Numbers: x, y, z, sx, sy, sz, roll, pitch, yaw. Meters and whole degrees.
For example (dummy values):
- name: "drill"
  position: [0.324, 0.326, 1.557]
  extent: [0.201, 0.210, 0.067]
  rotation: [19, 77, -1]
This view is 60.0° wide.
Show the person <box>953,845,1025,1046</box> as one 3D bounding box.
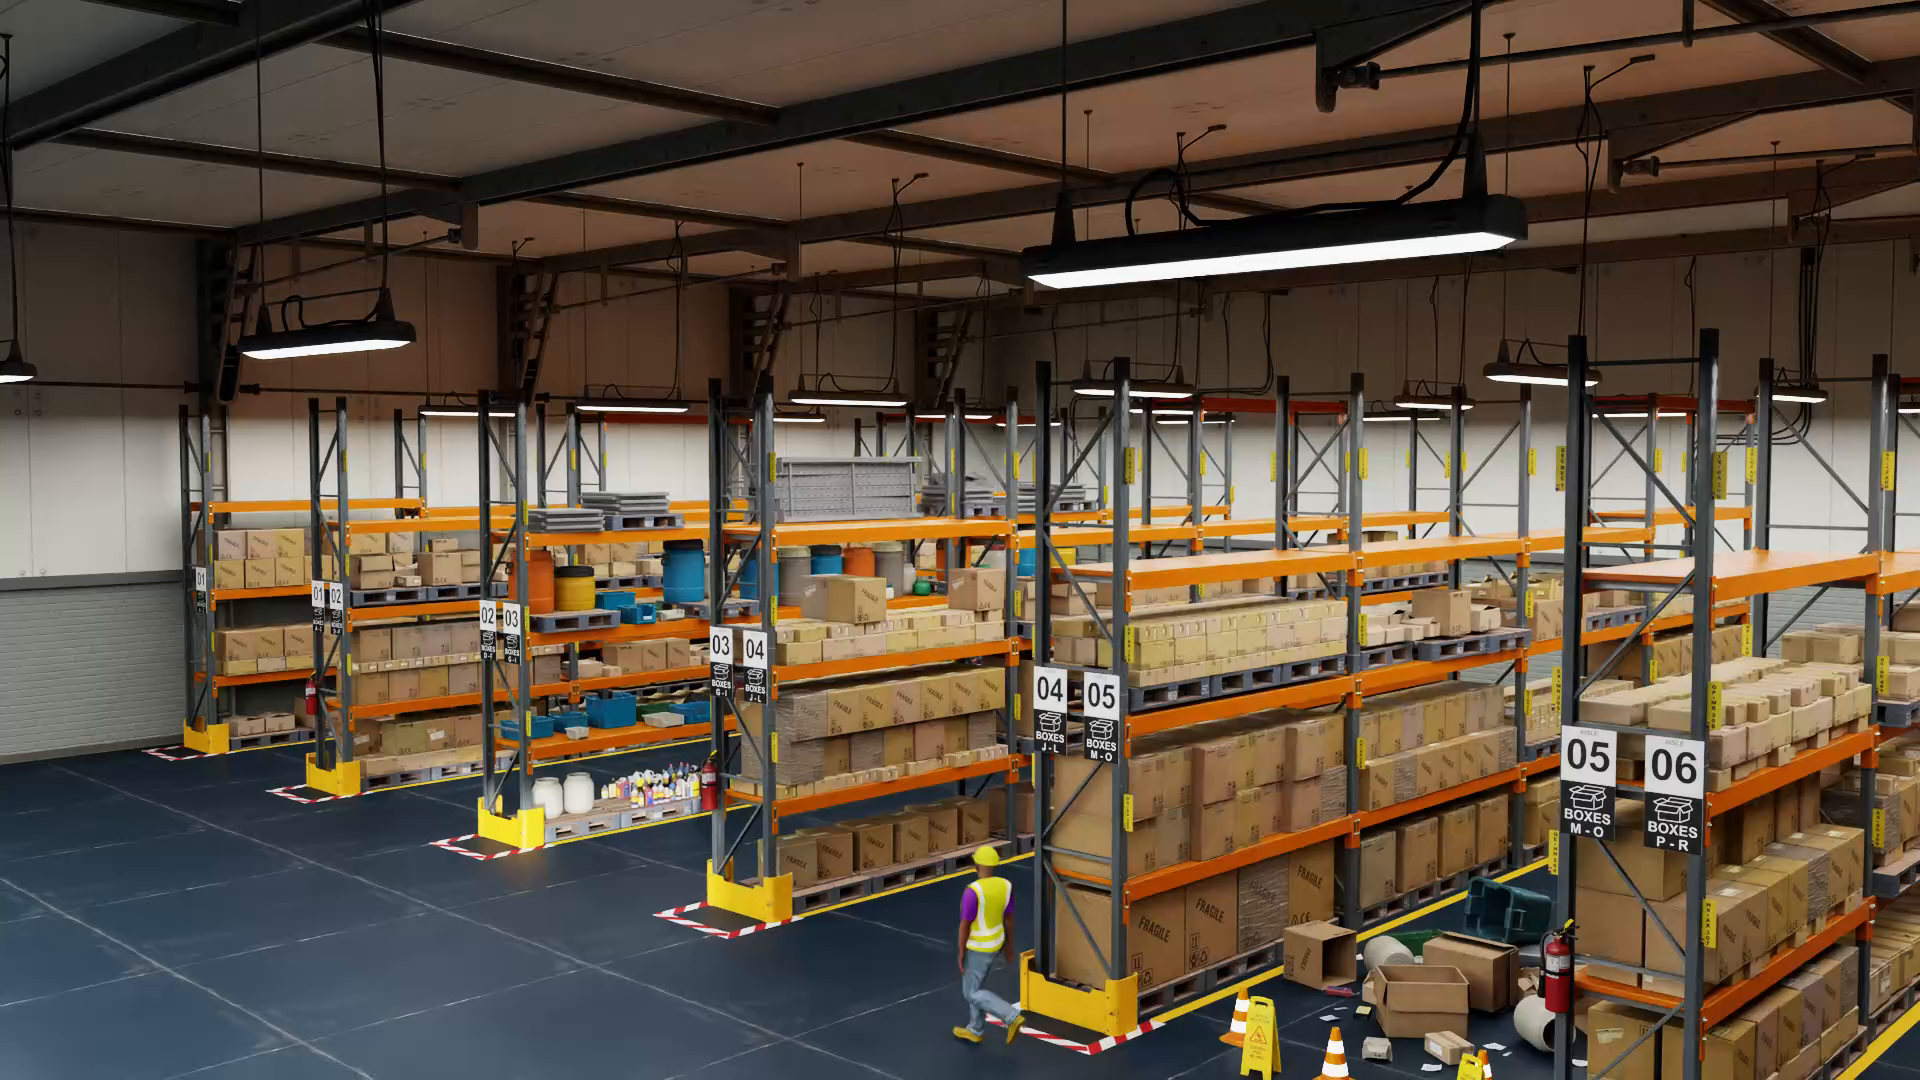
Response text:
- name: "person"
  position: [0.231, 3.525, 14.398]
  extent: [0.747, 1.756, 0.536]
  rotation: [1, 3, 19]
